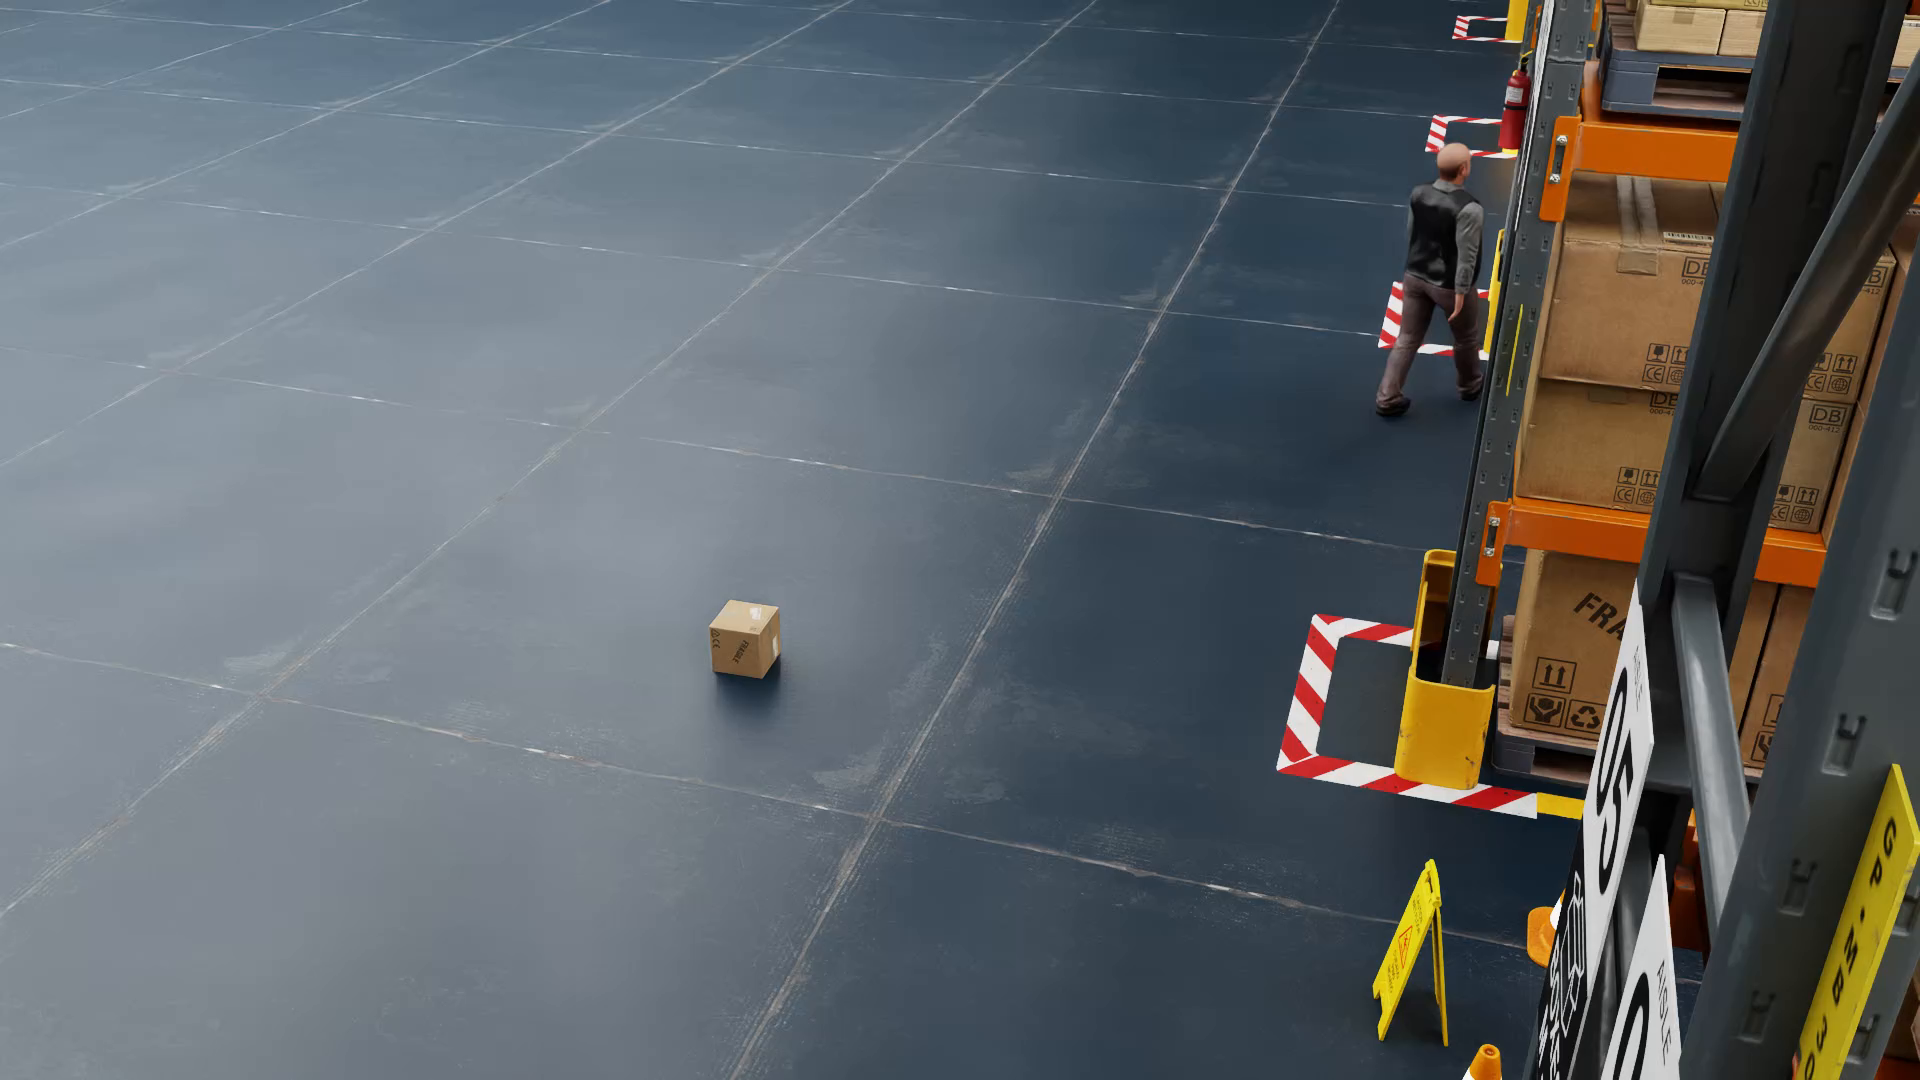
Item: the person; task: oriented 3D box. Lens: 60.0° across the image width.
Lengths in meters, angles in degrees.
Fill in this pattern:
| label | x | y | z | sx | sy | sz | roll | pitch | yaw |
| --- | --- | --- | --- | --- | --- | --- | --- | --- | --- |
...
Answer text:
| label | x | y | z | sx | sy | sz | roll | pitch | yaw |
| --- | --- | --- | --- | --- | --- | --- | --- | --- | --- |
| person | 2.949 | -1.597 | 10.029 | 0.928 | 1.678 | 0.552 | -25 | 38 | -37 |
